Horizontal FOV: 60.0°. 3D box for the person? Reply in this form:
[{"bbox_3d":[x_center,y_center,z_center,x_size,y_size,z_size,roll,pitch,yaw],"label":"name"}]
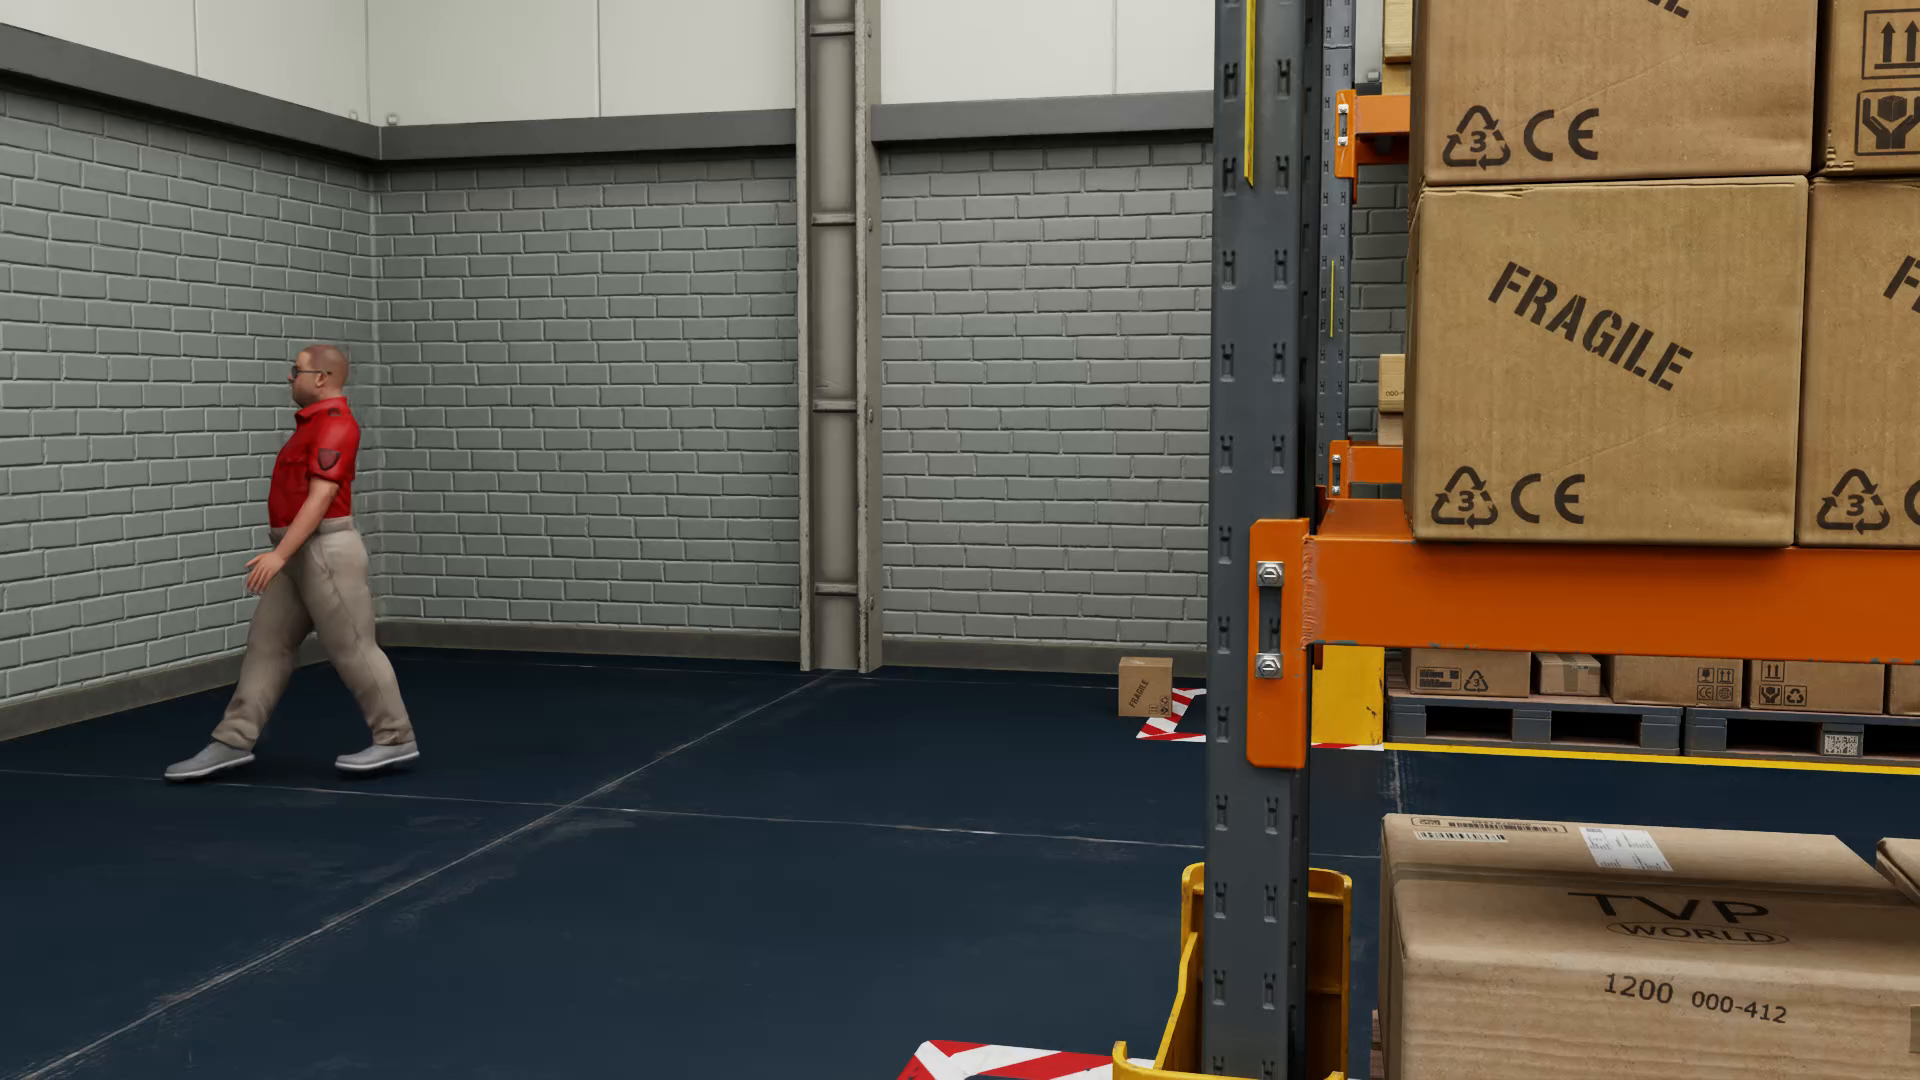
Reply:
[{"bbox_3d":[-2.624,0.085,6.499,0.916,1.692,0.546,-3,5,-29],"label":"person"}]
